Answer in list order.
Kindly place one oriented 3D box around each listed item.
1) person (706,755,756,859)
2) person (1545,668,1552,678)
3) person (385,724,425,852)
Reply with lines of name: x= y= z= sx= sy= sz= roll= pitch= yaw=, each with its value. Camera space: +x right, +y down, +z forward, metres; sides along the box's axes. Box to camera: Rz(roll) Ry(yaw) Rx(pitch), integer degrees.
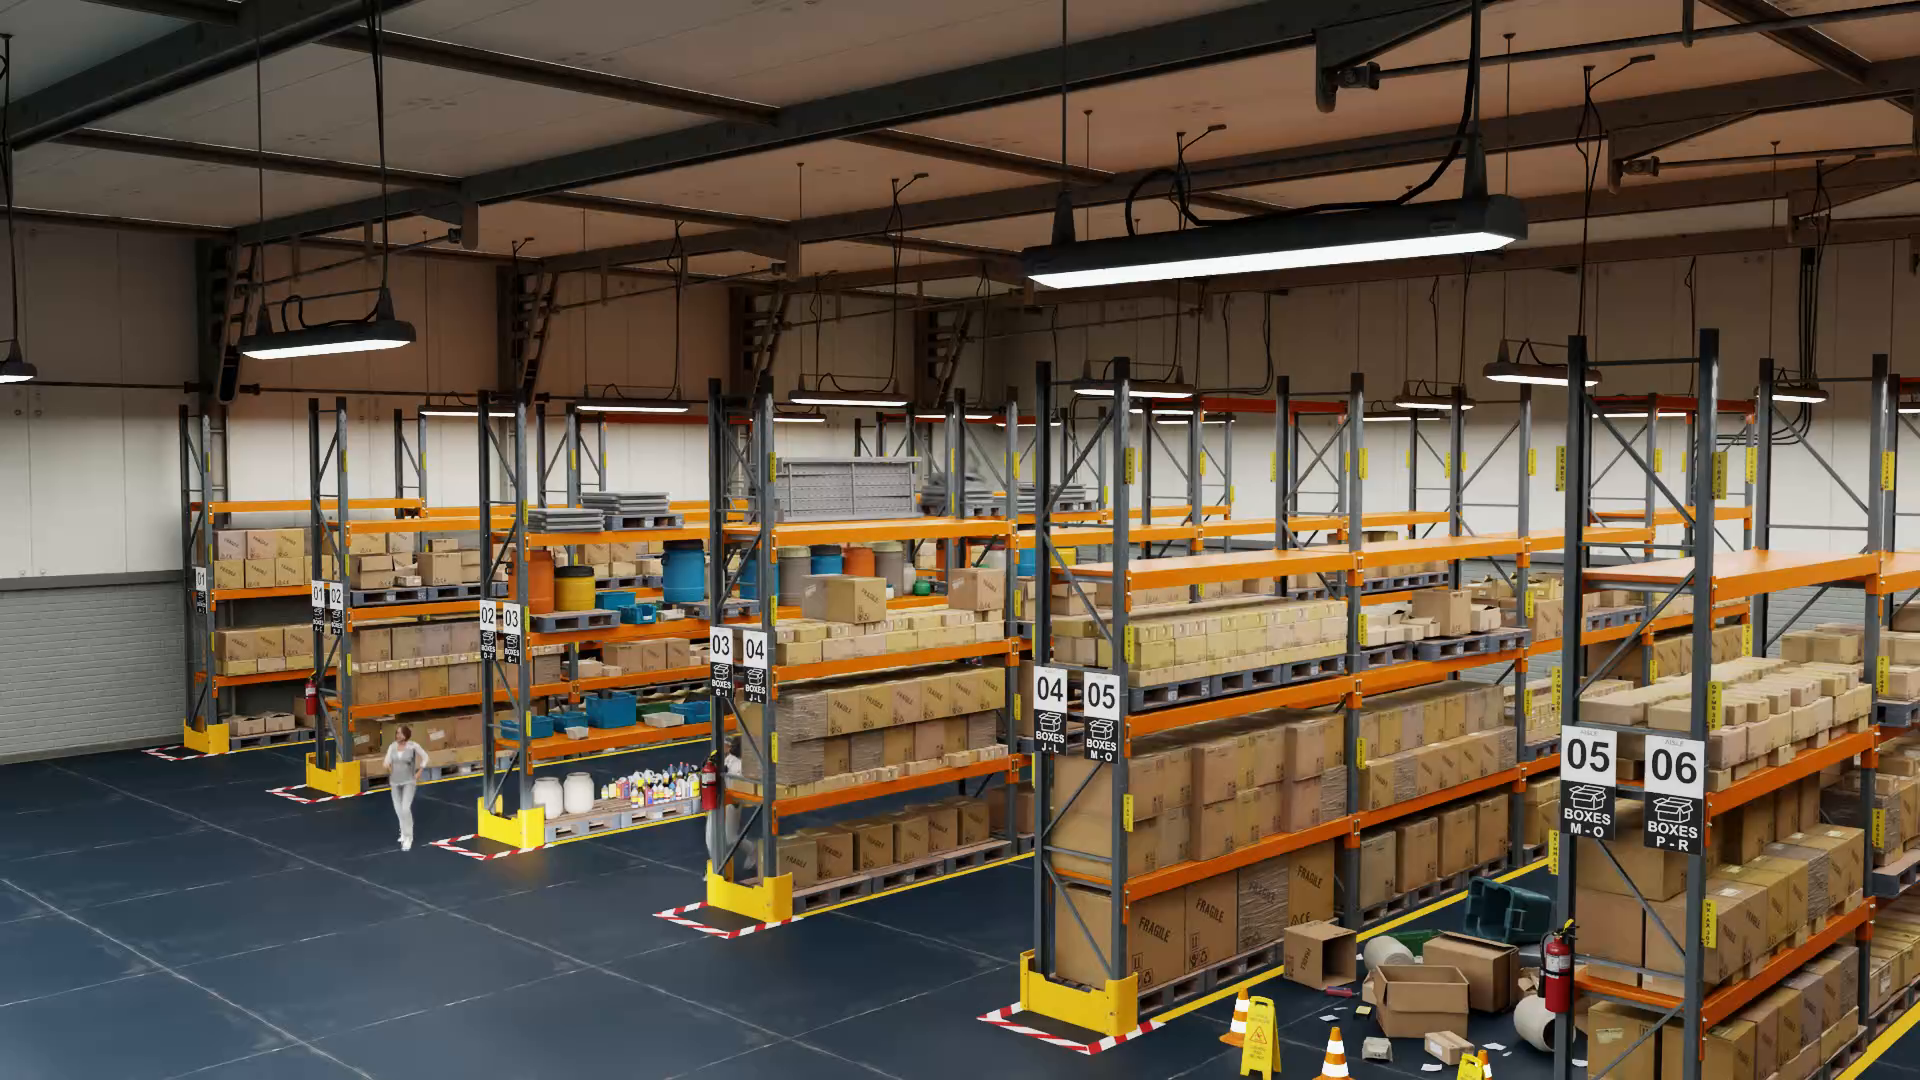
person: x=-2.798 y=3.310 z=20.235 sx=0.456 sy=1.424 sz=0.617 roll=3 pitch=4 yaw=41
person: x=9.603 y=2.914 z=26.757 sx=0.810 sy=1.732 sz=0.574 roll=-2 pitch=4 yaw=-35
person: x=-7.259 y=3.229 z=21.710 sx=0.499 sy=1.652 sz=0.630 roll=0 pitch=3 yaw=5
